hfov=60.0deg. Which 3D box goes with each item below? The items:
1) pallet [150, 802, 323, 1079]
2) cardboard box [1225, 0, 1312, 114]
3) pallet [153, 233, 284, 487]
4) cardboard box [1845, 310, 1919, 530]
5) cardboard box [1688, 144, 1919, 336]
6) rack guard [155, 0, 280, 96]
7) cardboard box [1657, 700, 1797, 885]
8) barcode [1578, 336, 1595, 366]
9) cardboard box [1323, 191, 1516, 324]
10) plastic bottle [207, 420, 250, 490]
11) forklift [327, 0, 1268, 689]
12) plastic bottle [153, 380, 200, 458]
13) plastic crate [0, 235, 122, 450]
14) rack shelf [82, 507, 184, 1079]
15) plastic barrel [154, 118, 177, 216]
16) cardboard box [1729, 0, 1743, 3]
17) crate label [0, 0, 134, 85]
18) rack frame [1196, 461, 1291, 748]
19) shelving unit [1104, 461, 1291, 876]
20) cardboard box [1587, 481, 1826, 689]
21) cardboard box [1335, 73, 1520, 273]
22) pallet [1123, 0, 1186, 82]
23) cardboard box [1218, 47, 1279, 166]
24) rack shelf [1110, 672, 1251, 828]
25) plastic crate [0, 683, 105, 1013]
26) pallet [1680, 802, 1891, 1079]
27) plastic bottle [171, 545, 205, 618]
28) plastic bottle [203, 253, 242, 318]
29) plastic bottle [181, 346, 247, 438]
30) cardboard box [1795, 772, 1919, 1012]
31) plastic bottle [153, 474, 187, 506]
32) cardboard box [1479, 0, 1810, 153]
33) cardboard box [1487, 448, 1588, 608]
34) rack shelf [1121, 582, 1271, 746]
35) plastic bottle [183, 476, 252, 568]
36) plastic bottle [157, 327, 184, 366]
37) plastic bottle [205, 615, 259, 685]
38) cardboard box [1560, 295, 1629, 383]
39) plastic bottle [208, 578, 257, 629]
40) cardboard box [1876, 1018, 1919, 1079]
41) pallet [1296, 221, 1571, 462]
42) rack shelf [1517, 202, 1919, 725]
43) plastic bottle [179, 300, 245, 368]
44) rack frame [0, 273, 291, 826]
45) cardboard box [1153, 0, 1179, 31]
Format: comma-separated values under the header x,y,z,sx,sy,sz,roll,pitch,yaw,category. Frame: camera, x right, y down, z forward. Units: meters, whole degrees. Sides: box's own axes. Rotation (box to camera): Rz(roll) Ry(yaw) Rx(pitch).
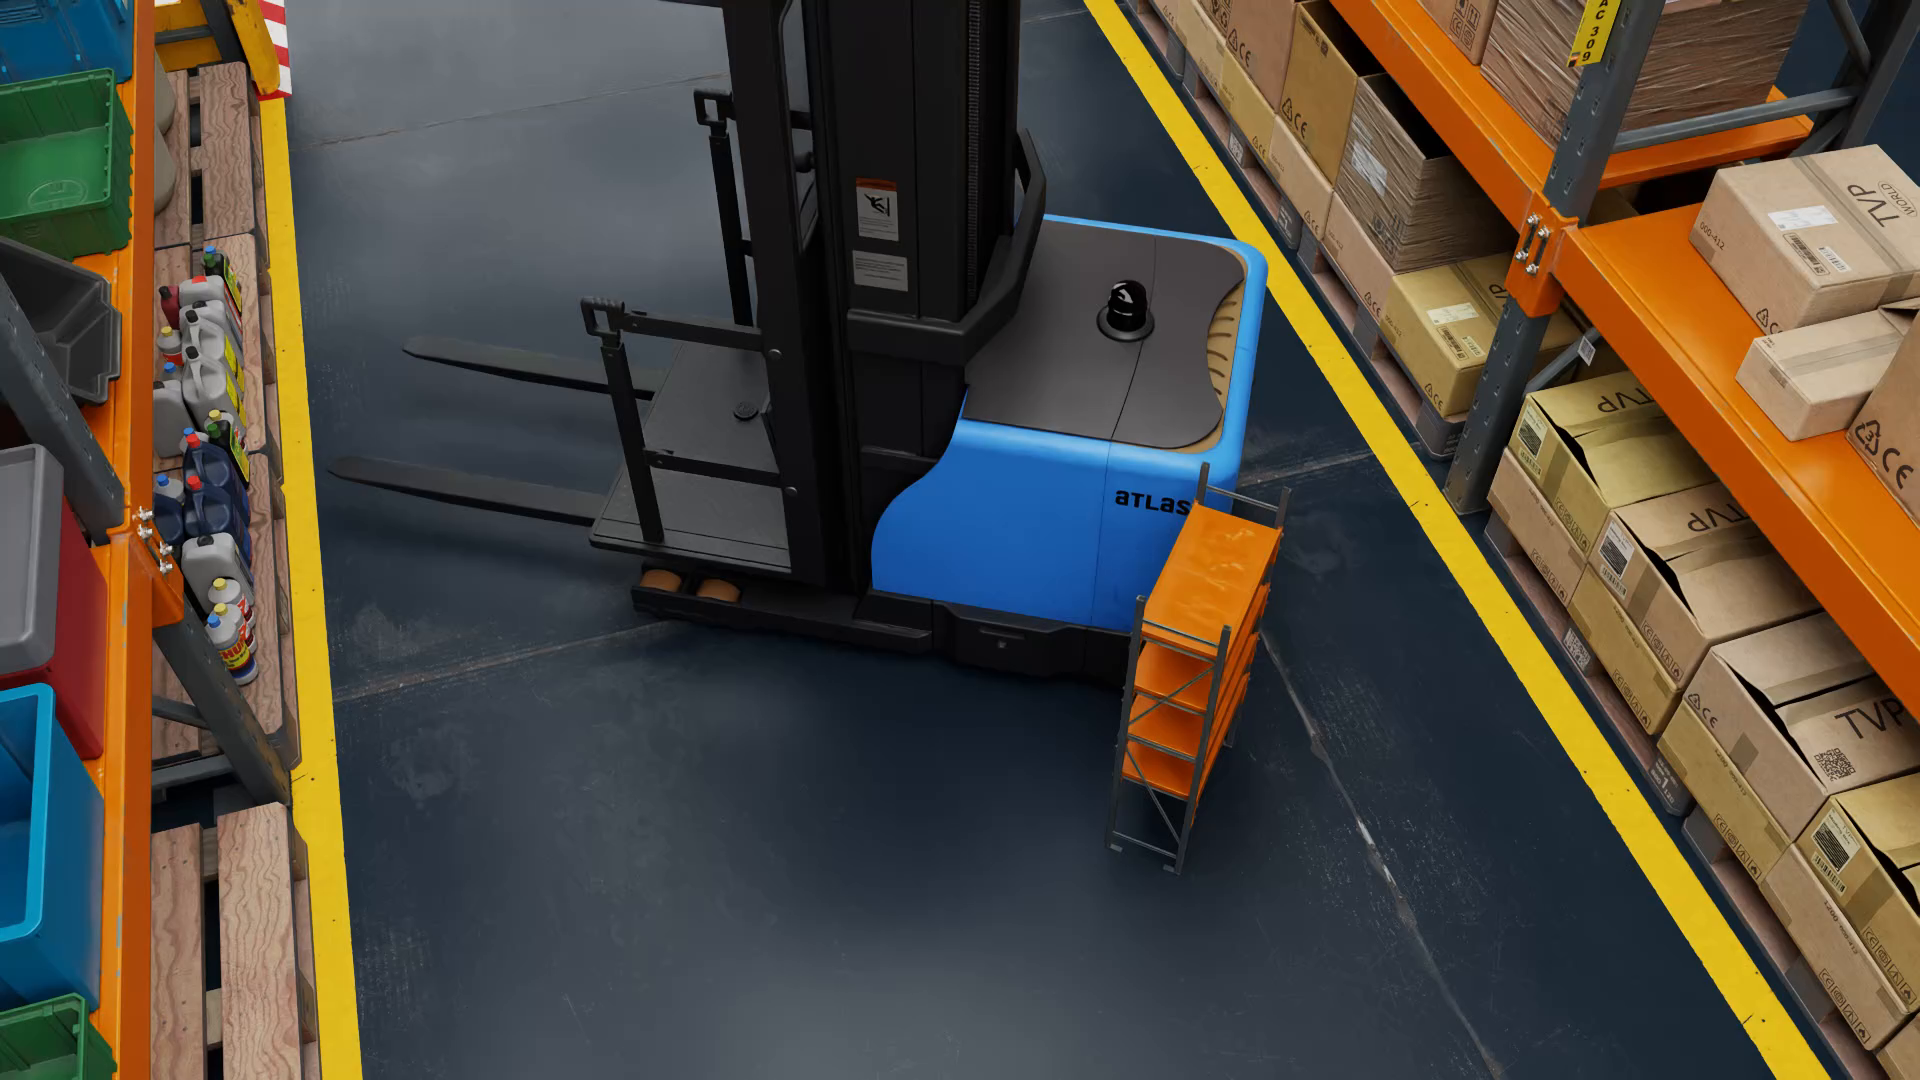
x,y,z,sx,sy,sz,roll,pitch,yaw,category
-2.263,1.378,4.450,1.003,0.211,1.213,-13,51,-11,pallet
1.405,-2.077,6.572,0.500,0.500,0.500,-13,51,-11,cardboard box
-3.055,-0.579,6.100,1.003,0.211,1.213,-13,51,-11,pallet
2.568,-0.285,3.963,0.500,0.500,0.500,-10,51,-8,cardboard box
2.388,-0.804,4.564,0.500,0.250,0.500,-10,51,-9,cardboard box
-3.648,-2.156,7.241,1.175,0.500,0.348,-13,51,-11,rack guard
2.389,0.650,4.763,0.500,0.250,0.500,-15,51,-12,cardboard box
1.878,-0.567,4.986,0.001,0.075,0.075,-13,51,-11,barcode
1.716,-1.108,6.246,0.500,0.250,0.500,-13,51,-11,cardboard box
-2.439,-0.303,5.532,0.061,0.283,0.133,-11,51,-9,plastic bottle
-0.609,-1.045,4.714,3.031,2.935,1.130,9,51,8,forklift
-2.690,-0.429,5.643,0.152,0.276,0.135,-13,51,-11,plastic bottle
-2.566,-0.476,4.230,0.767,0.338,0.504,-13,51,-11,plastic crate
-1.941,1.607,2.903,1.077,0.370,4.000,-13,51,-11,rack shelf
-3.299,-1.511,6.414,0.421,0.512,0.421,0,50,0,plastic barrel
2.306,-1.684,4.718,0.380,0.149,0.250,-13,51,-11,cardboard box
-2.912,-1.735,5.228,0.502,0.435,0.616,-13,51,-11,crate label
0.743,0.222,4.778,0.240,1.200,0.015,19,52,15,rack frame
0.643,0.393,4.634,0.258,1.200,0.503,19,52,15,shelving unit
2.228,0.093,4.867,0.500,0.311,0.500,-14,51,-11,cardboard box
1.718,-1.350,5.960,0.500,0.500,0.500,-13,51,-11,cardboard box
1.284,-2.676,7.868,1.003,0.211,1.213,-13,51,-11,pallet
1.406,-1.835,6.859,0.500,0.250,0.500,-13,51,-11,cardboard box
0.643,0.564,4.837,0.258,0.148,0.480,19,52,15,rack shelf
-1.909,0.655,3.246,0.392,0.384,0.575,-13,51,-11,plastic crate
2.820,1.118,4.669,1.003,0.211,1.213,-13,51,-11,pallet
-2.431,0.111,5.183,0.061,0.283,0.133,-13,51,-11,plastic bottle
-2.701,-0.949,6.077,0.061,0.283,0.133,-12,51,-10,plastic bottle
-2.556,-0.505,5.659,0.144,0.351,0.185,-14,51,-11,plastic bottle
2.541,0.848,4.230,0.500,0.311,0.500,-12,51,-10,cardboard box
-2.533,-0.110,5.377,0.097,0.271,0.097,0,50,0,plastic bottle
2.063,-1.557,5.036,0.700,0.500,0.500,-15,51,-12,cardboard box
2.083,-0.101,5.397,0.500,0.250,0.500,-14,51,-12,cardboard box
0.643,0.292,4.515,0.258,0.148,0.480,19,52,15,rack shelf
-2.375,-0.057,5.281,0.144,0.351,0.185,-12,51,-10,plastic bottle
-2.777,-0.671,5.896,0.097,0.201,0.097,0,50,0,plastic bottle
-2.208,0.321,5.015,0.097,0.271,0.097,0,50,0,plastic bottle
2.353,-0.859,6.036,0.500,0.250,0.500,-13,51,-11,cardboard box
-2.268,0.195,5.167,0.097,0.201,0.097,0,50,0,plastic bottle
2.693,1.397,4.134,0.500,0.250,0.500,-12,51,-10,cardboard box
2.006,-0.894,6.365,1.003,0.211,1.213,-13,51,-11,pallet
2.792,0.490,3.845,1.077,0.370,4.000,-13,51,-11,rack shelf
-2.664,-0.737,5.903,0.152,0.276,0.135,-15,51,-12,plastic bottle
-2.532,-0.085,3.860,1.000,3.000,0.127,-13,51,-11,rack frame
1.115,-2.567,7.476,0.500,0.250,0.500,-13,51,-11,cardboard box
